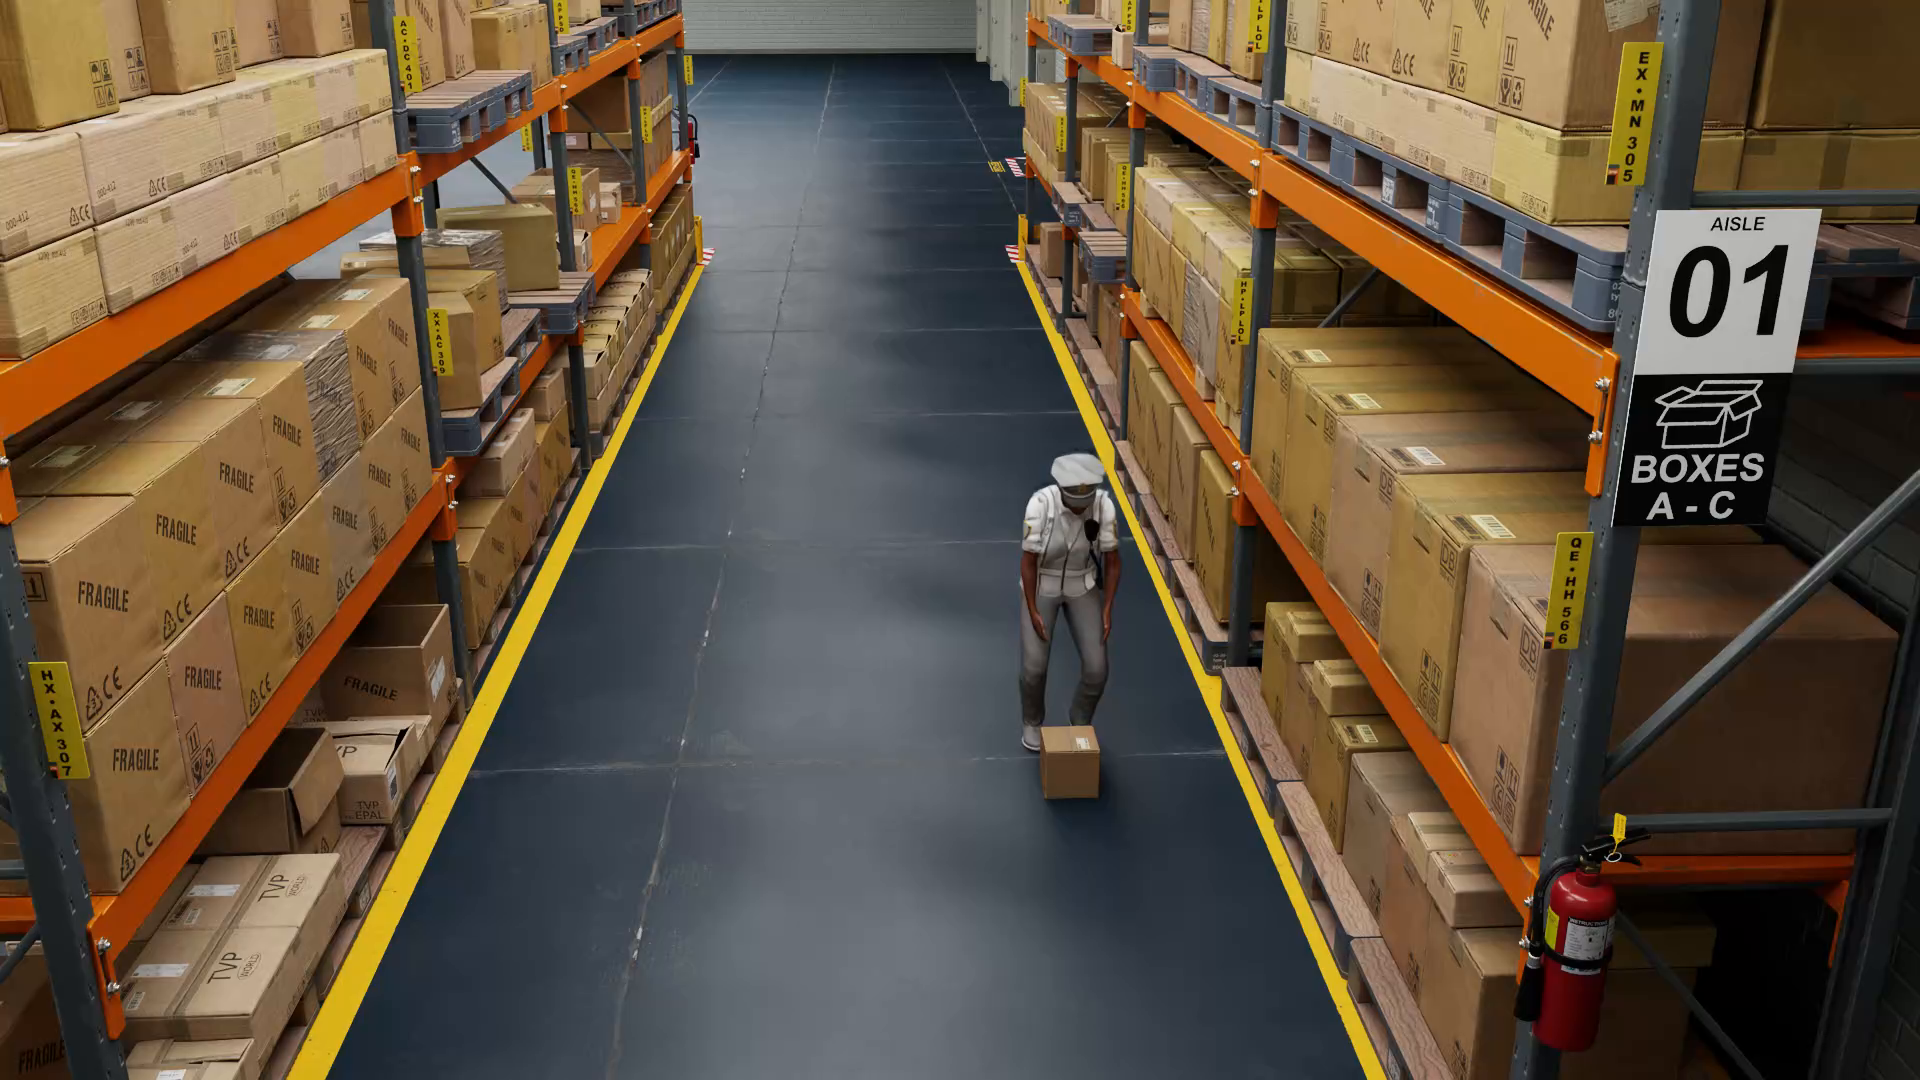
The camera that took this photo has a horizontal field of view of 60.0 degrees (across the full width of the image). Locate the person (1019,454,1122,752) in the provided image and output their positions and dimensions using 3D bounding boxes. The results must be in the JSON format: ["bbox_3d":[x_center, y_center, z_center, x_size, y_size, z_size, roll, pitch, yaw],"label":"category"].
[{"bbox_3d":[0.527,0.294,8.005,0.484,1.528,0.585,-1,21,-2],"label":"person"}]
